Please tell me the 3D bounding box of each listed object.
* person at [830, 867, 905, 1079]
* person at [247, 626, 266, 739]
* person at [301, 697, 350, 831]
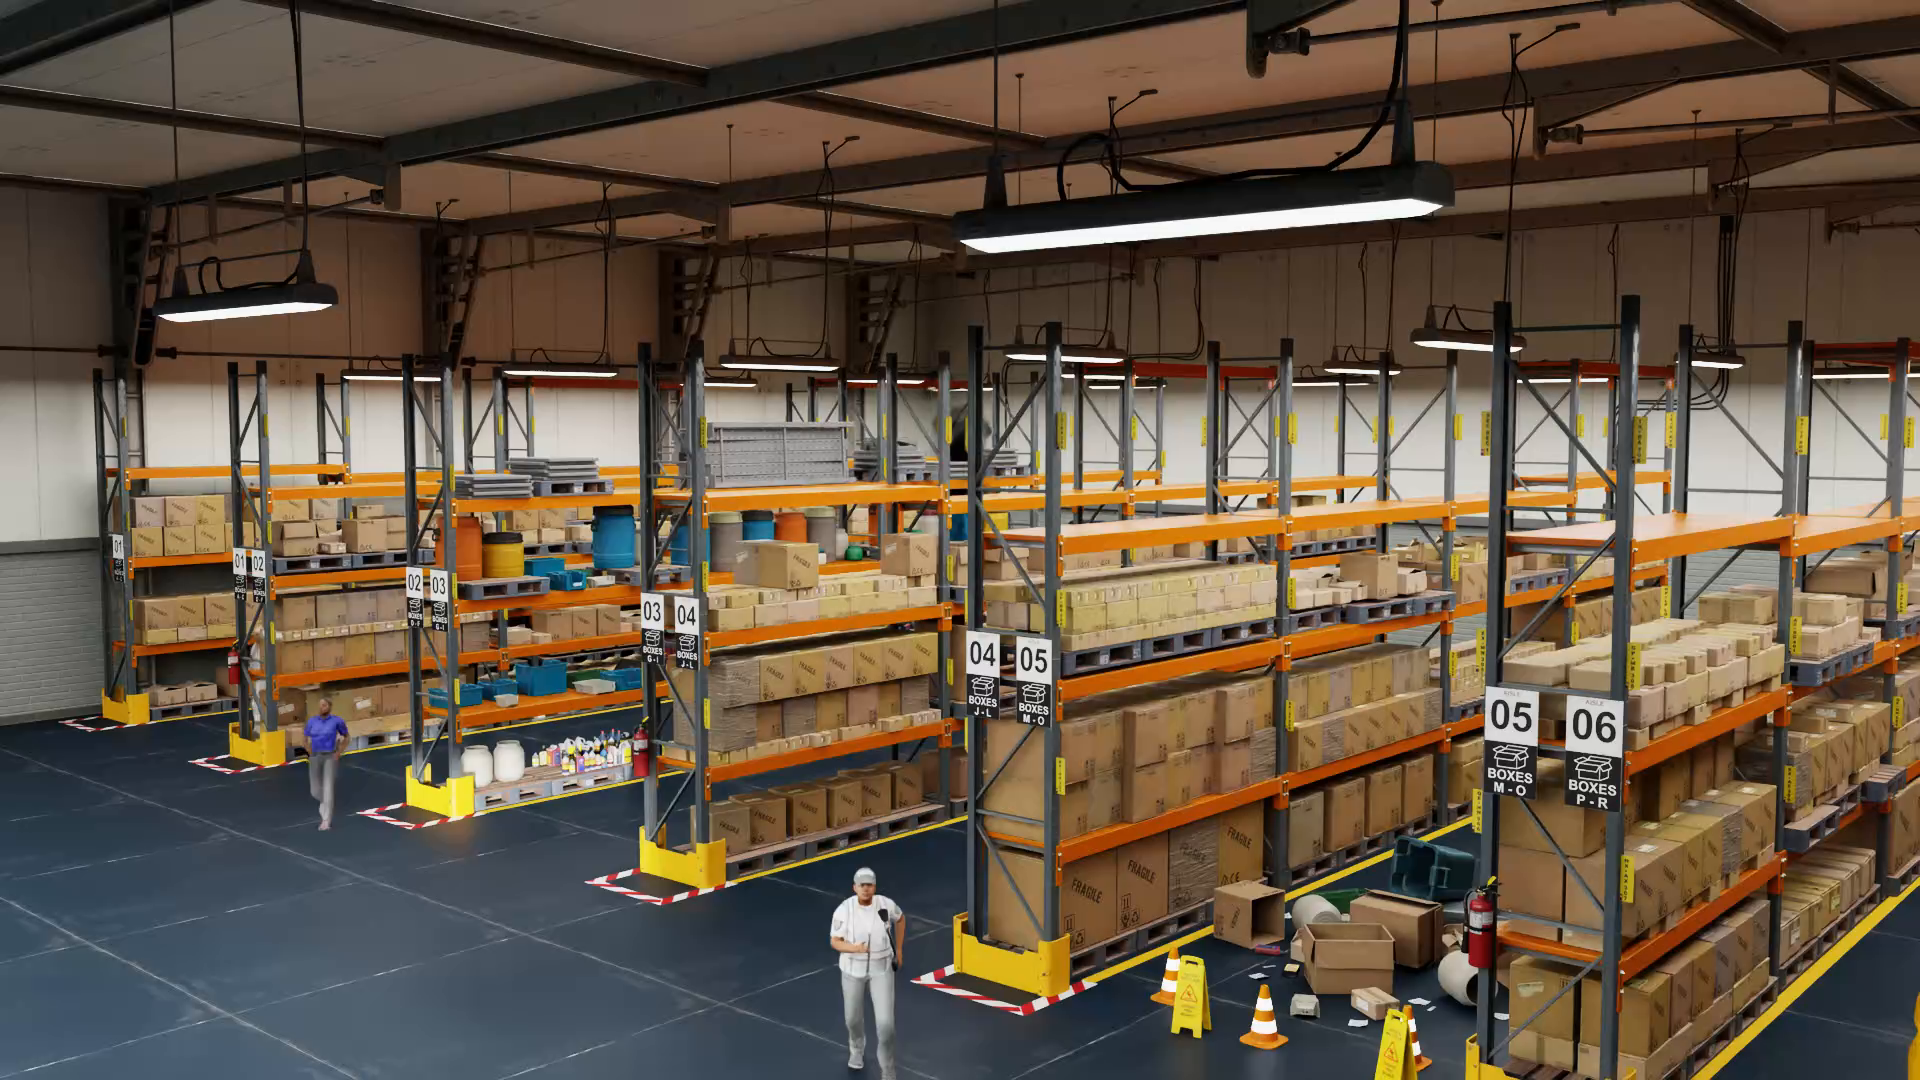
[{"bbox_3d":[-0.711,3.397,12.930,0.590,1.724,0.721,0,4,-4],"label":"person"},{"bbox_3d":[-11.213,2.300,26.805,0.648,1.857,0.764,4,5,40],"label":"person"},{"bbox_3d":[-8.063,2.816,21.126,0.584,1.668,0.721,0,4,-5],"label":"person"}]
